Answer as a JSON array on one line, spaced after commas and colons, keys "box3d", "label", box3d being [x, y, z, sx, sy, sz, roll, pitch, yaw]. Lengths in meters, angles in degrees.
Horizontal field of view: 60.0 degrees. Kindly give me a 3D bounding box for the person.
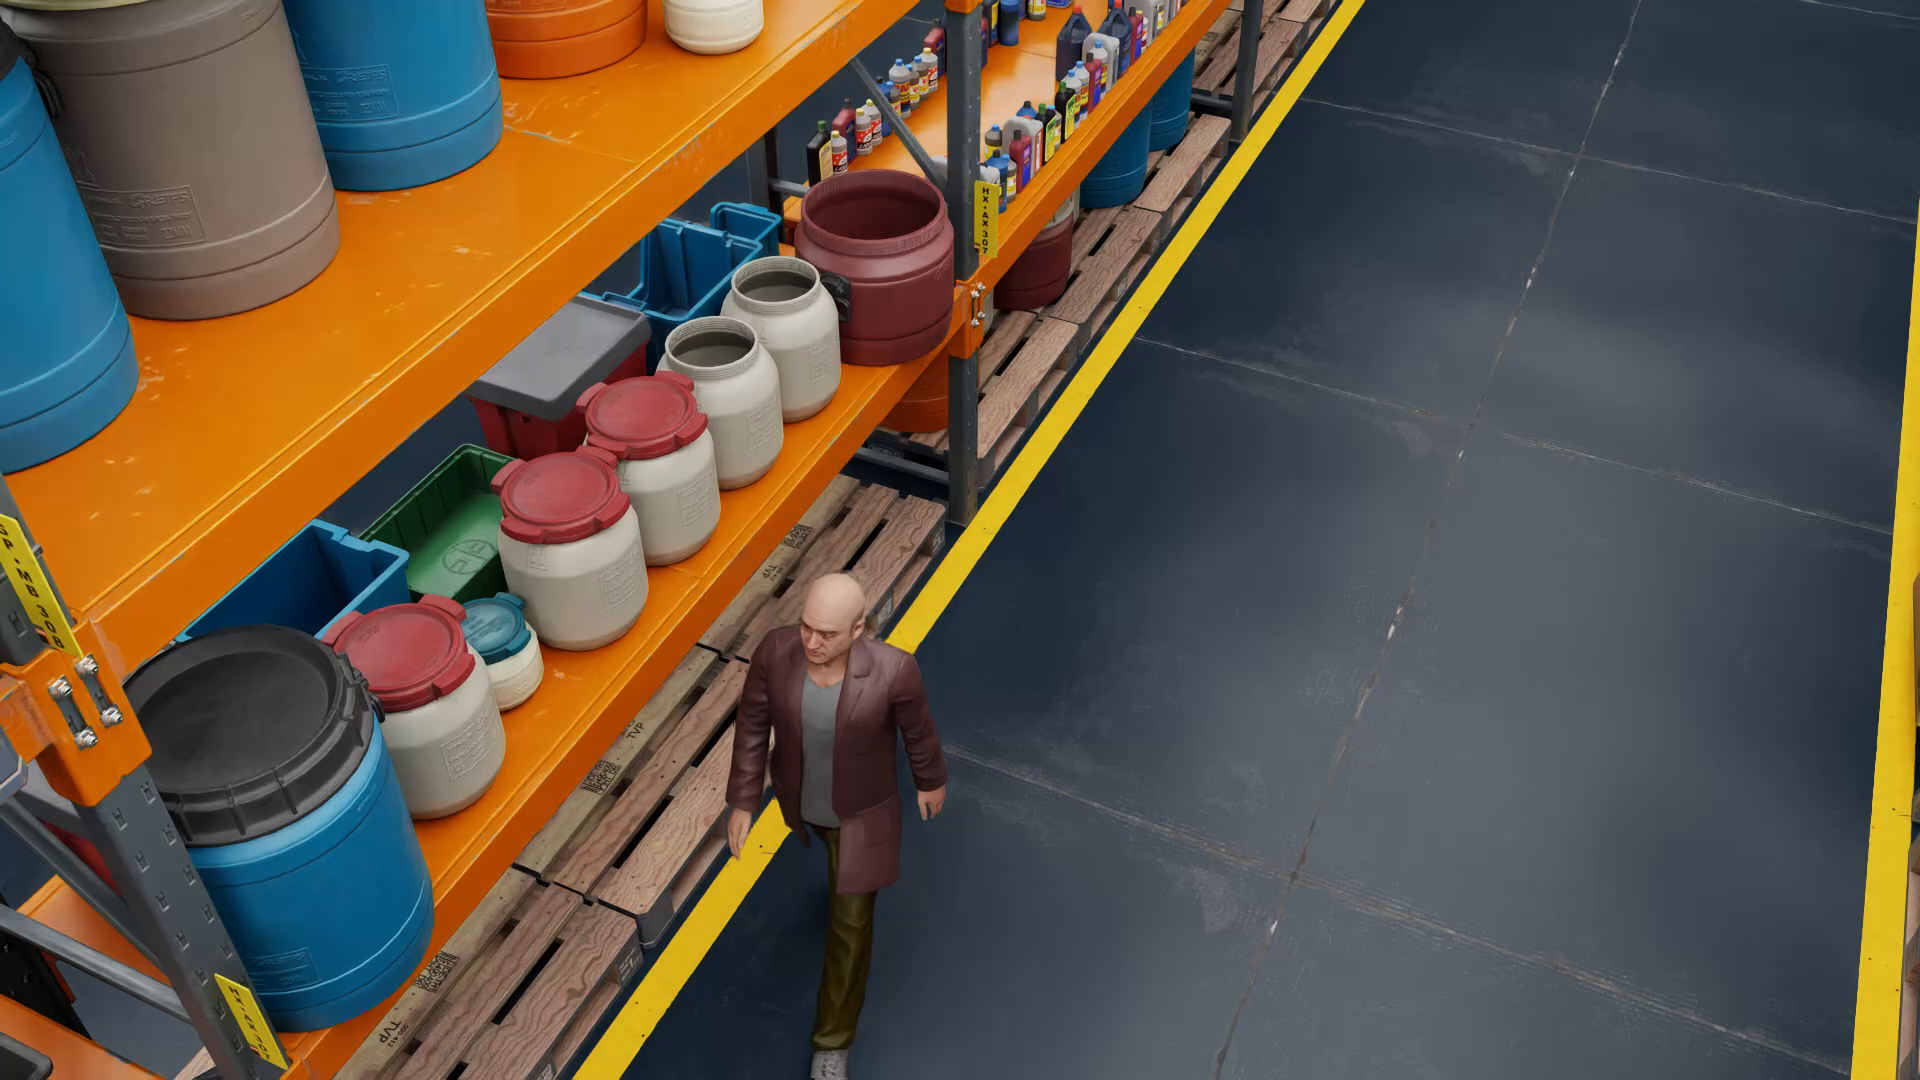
[{"box3d": [-0.418, 0.836, 5.203, 0.621, 1.716, 1.122, 15, 44, 16], "label": "person"}]
